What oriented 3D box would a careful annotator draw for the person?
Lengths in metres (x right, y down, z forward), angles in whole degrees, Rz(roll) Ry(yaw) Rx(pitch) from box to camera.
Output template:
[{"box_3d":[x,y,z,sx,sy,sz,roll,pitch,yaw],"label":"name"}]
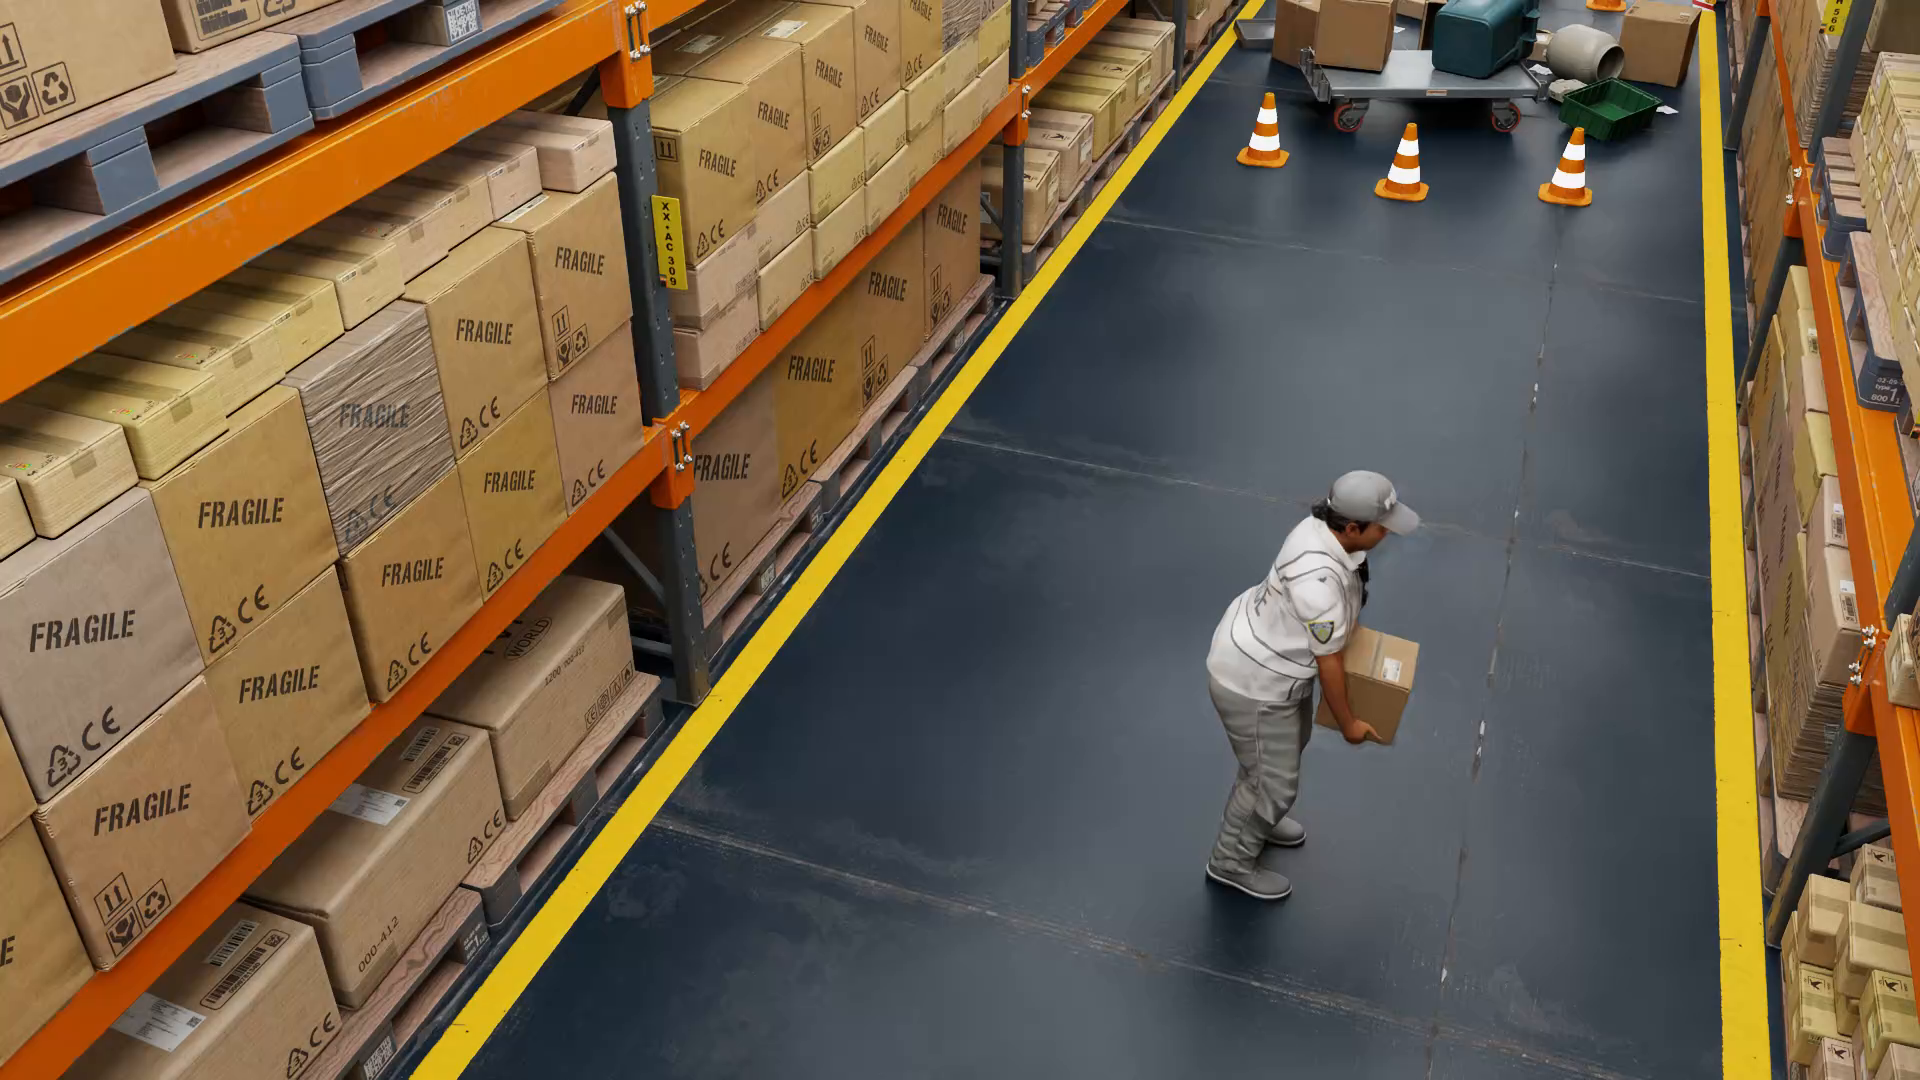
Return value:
[{"box_3d":[1.112,0.465,5.482,0.593,1.623,0.452,11,35,16],"label":"person"}]
